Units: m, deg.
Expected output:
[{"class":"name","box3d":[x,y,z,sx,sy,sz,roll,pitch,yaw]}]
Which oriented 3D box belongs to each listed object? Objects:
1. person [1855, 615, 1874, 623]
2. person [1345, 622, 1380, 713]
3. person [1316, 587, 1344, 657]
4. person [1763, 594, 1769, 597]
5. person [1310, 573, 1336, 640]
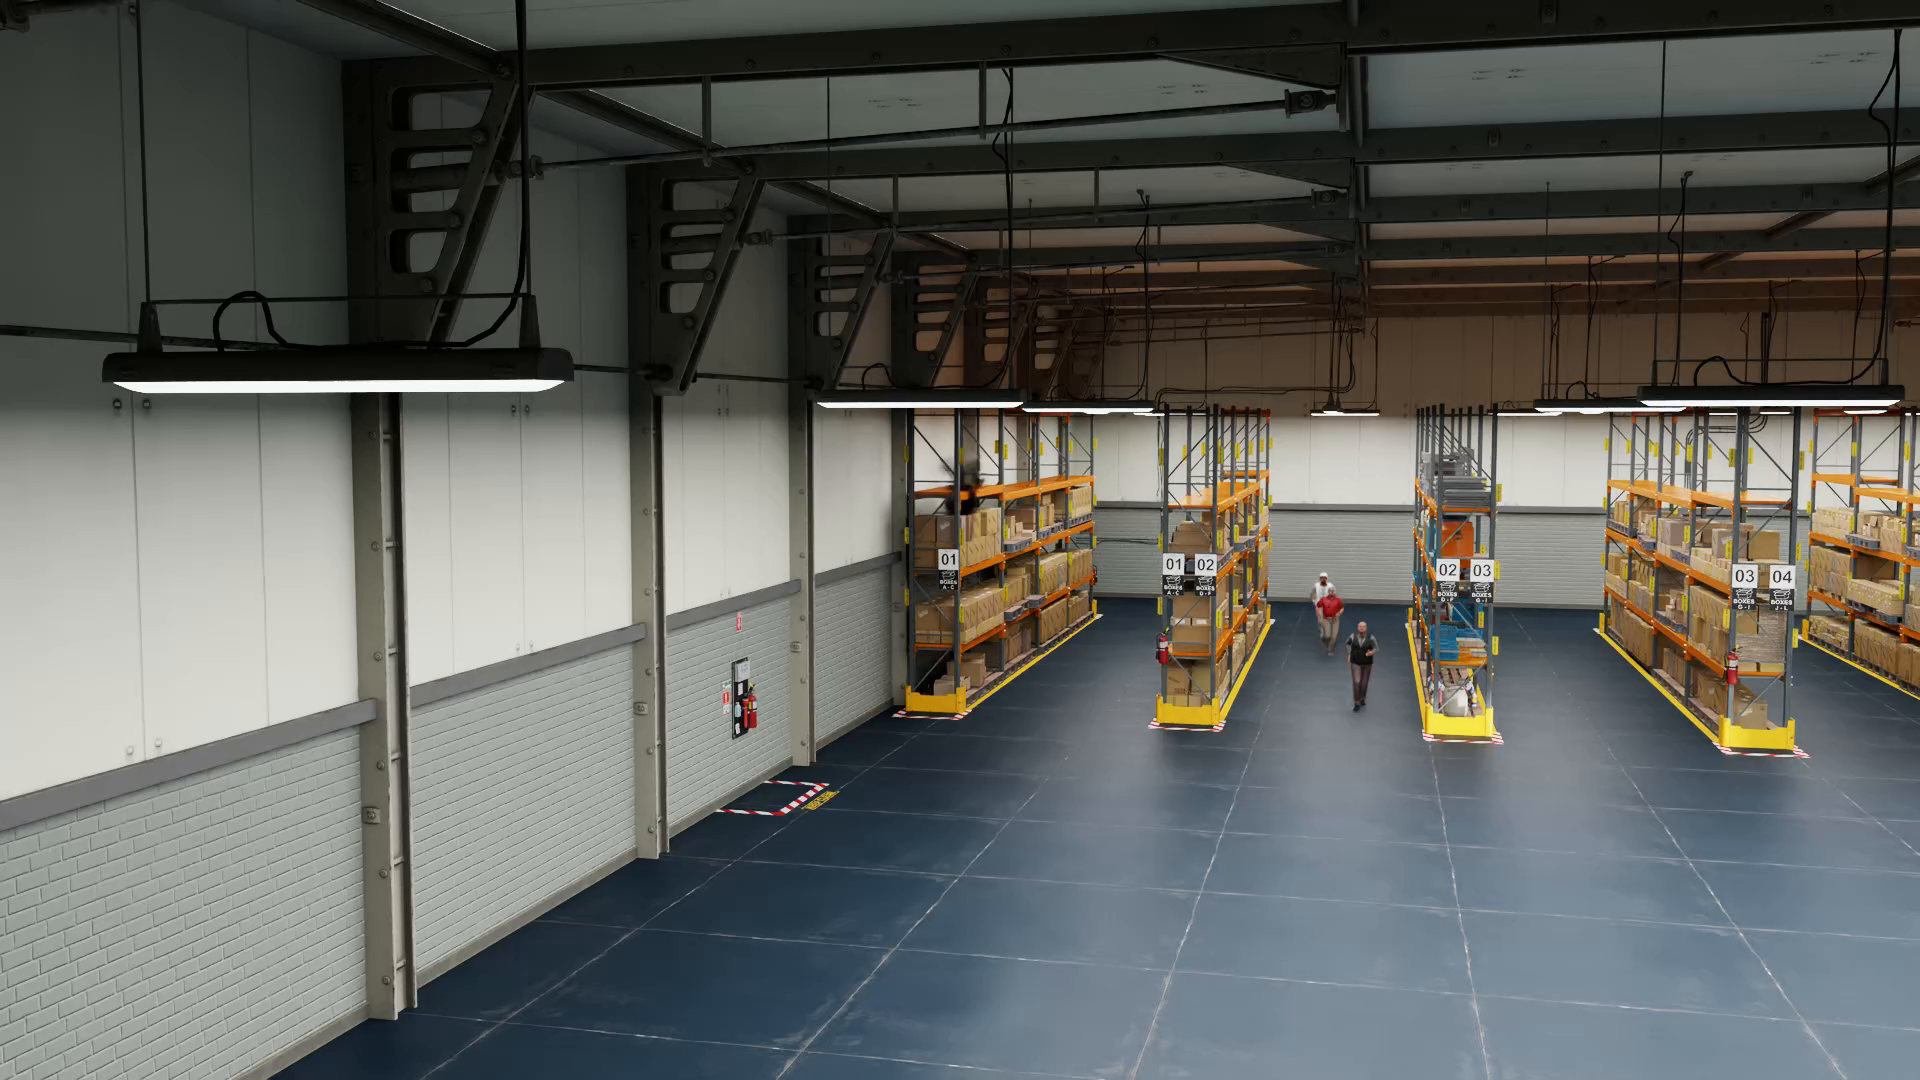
[{"class":"person","box3d":[23.807,1.759,43.806,0.609,1.655,0.616,-1,4,-20]},{"class":"person","box3d":[7.917,2.486,32.727,0.644,1.772,0.793,1,4,9]},{"class":"person","box3d":[8.917,1.972,39.991,0.658,1.683,0.557,0,4,2]},{"class":"person","box3d":[20.992,1.776,43.734,0.599,1.516,0.546,3,5,37]},{"class":"person","box3d":[9.424,1.712,43.155,0.673,1.739,0.646,1,4,10]}]
